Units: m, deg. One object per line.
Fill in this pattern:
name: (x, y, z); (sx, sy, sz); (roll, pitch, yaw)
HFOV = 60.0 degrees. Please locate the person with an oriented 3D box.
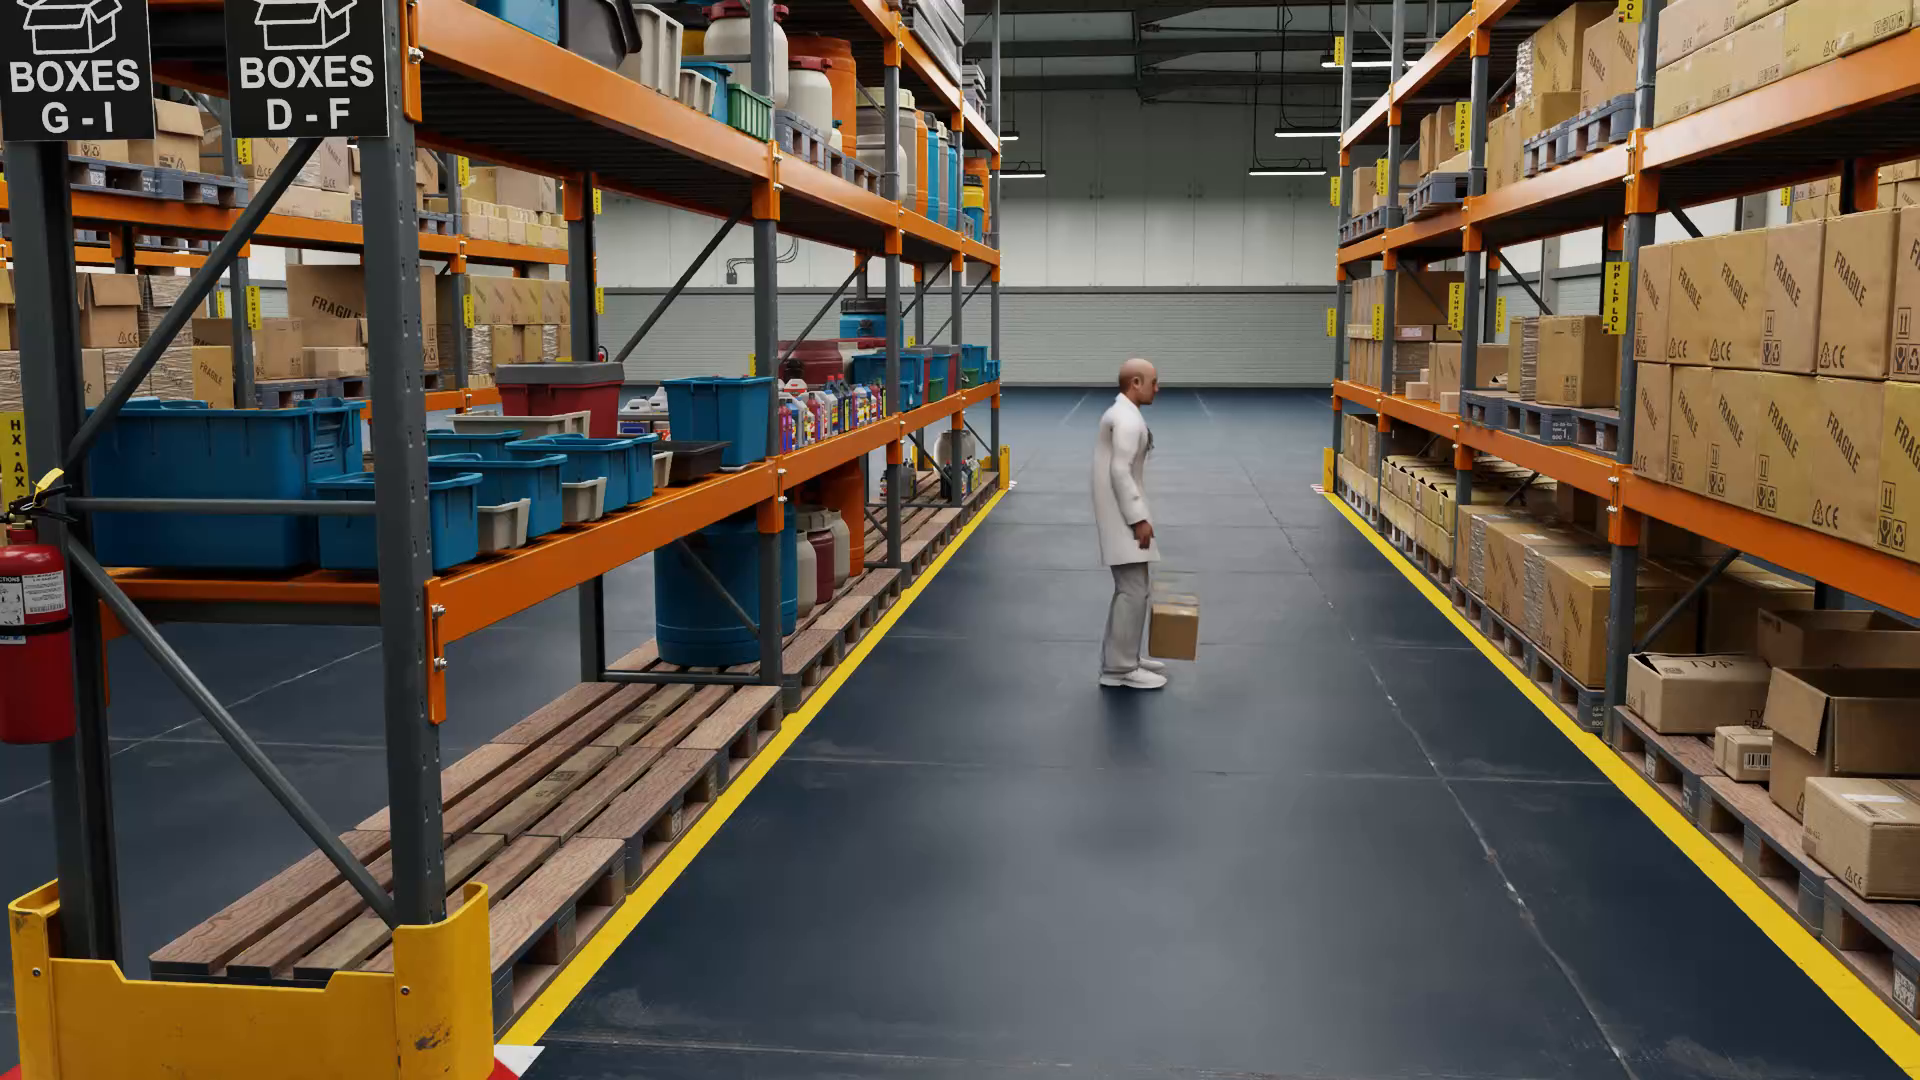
person: (0.931, -0.104, 9.141); (0.425, 1.775, 0.606); (1, 7, 4)
